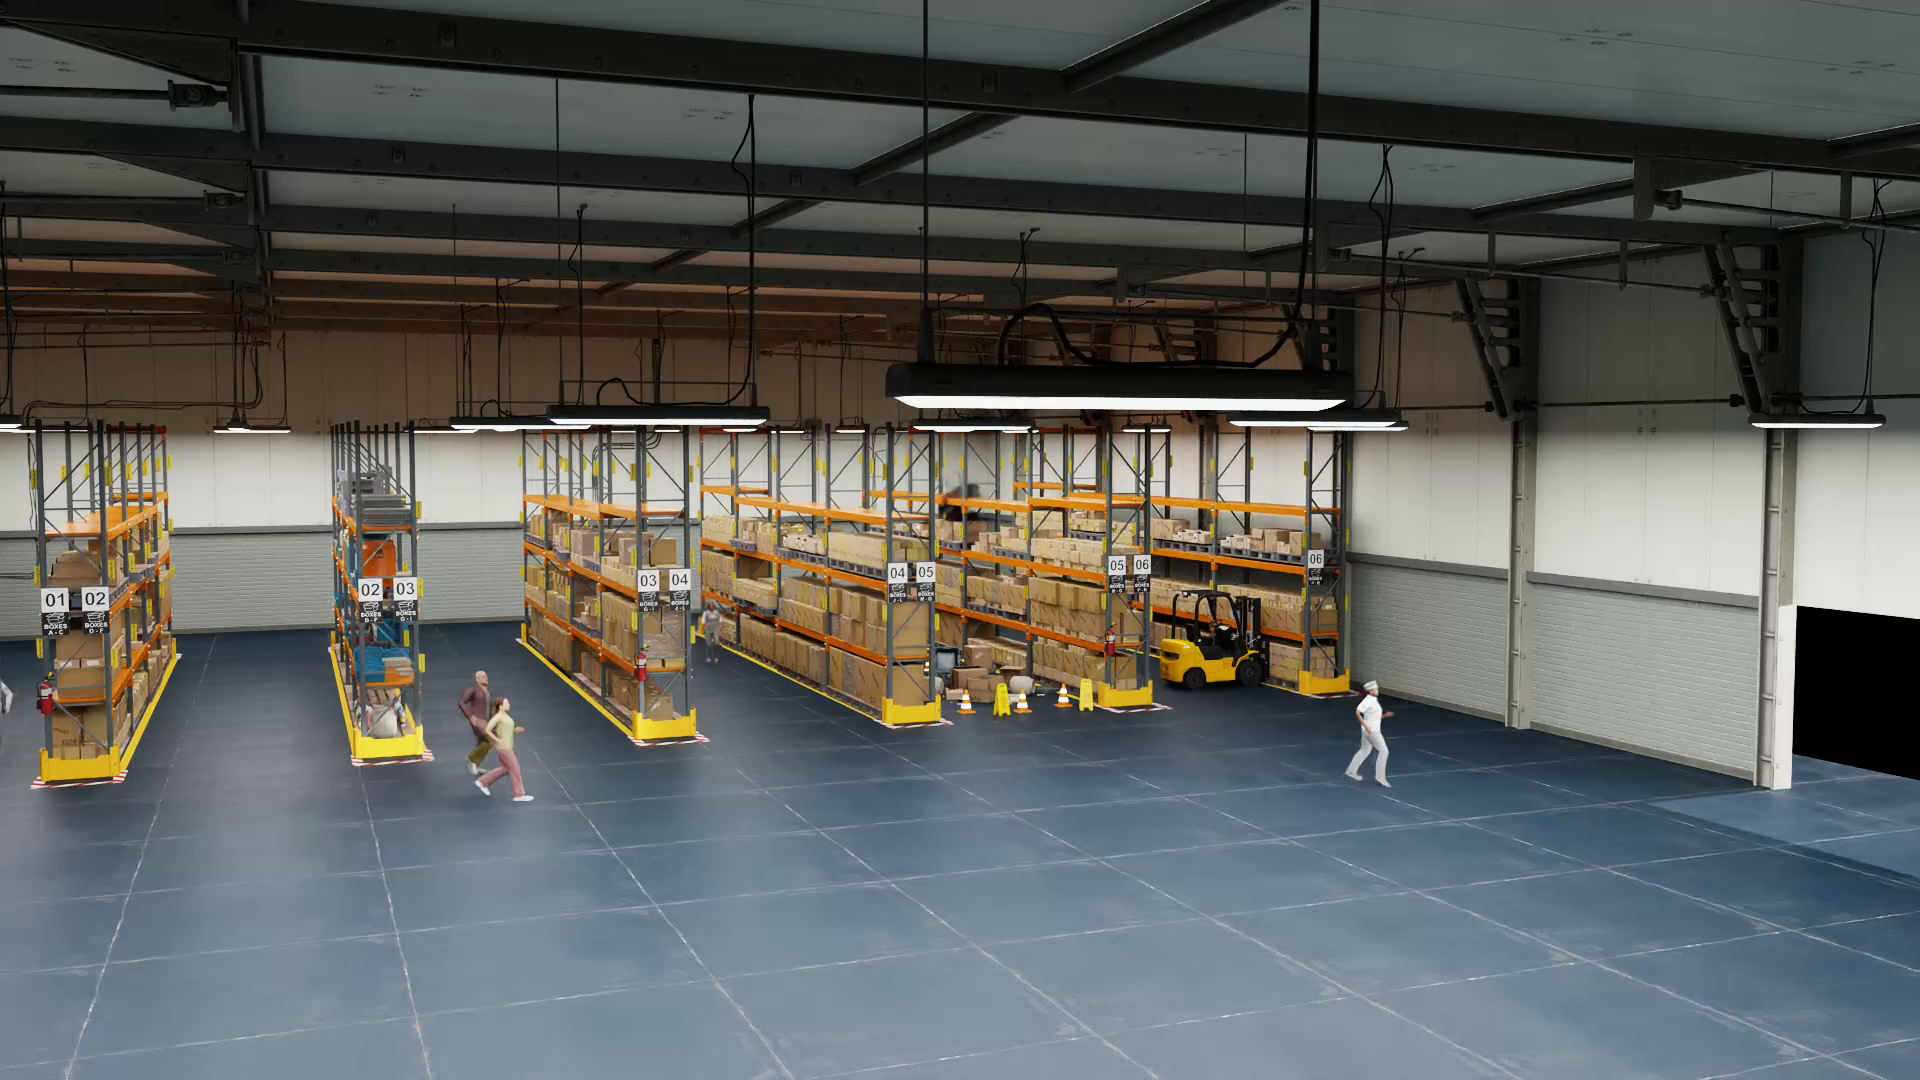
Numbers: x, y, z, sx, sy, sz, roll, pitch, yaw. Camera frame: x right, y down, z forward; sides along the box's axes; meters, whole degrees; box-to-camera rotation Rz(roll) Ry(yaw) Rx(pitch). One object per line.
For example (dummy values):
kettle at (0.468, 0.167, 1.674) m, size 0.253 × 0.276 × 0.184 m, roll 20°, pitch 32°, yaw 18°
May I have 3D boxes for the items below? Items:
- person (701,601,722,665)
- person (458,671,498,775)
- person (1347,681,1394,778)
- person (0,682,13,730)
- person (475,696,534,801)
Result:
person at (-6.204, 2.342, 41.670) m, size 0.566 × 1.607 × 0.670 m, roll -1°, pitch 4°, yaw -21°
person at (-8.043, 3.085, 28.121) m, size 0.671 × 1.748 × 0.686 m, roll 1°, pitch 4°, yaw 13°
person at (6.737, 3.084, 27.271) m, size 0.747 × 1.580 × 0.546 m, roll 1°, pitch 4°, yaw 10°
person at (-16.997, 3.058, 29.214) m, size 0.630 × 1.661 × 0.938 m, roll -2°, pitch 4°, yaw -26°
person at (-7.141, 3.257, 25.989) m, size 0.929 × 1.645 × 0.585 m, roll 0°, pitch 4°, yaw -2°
